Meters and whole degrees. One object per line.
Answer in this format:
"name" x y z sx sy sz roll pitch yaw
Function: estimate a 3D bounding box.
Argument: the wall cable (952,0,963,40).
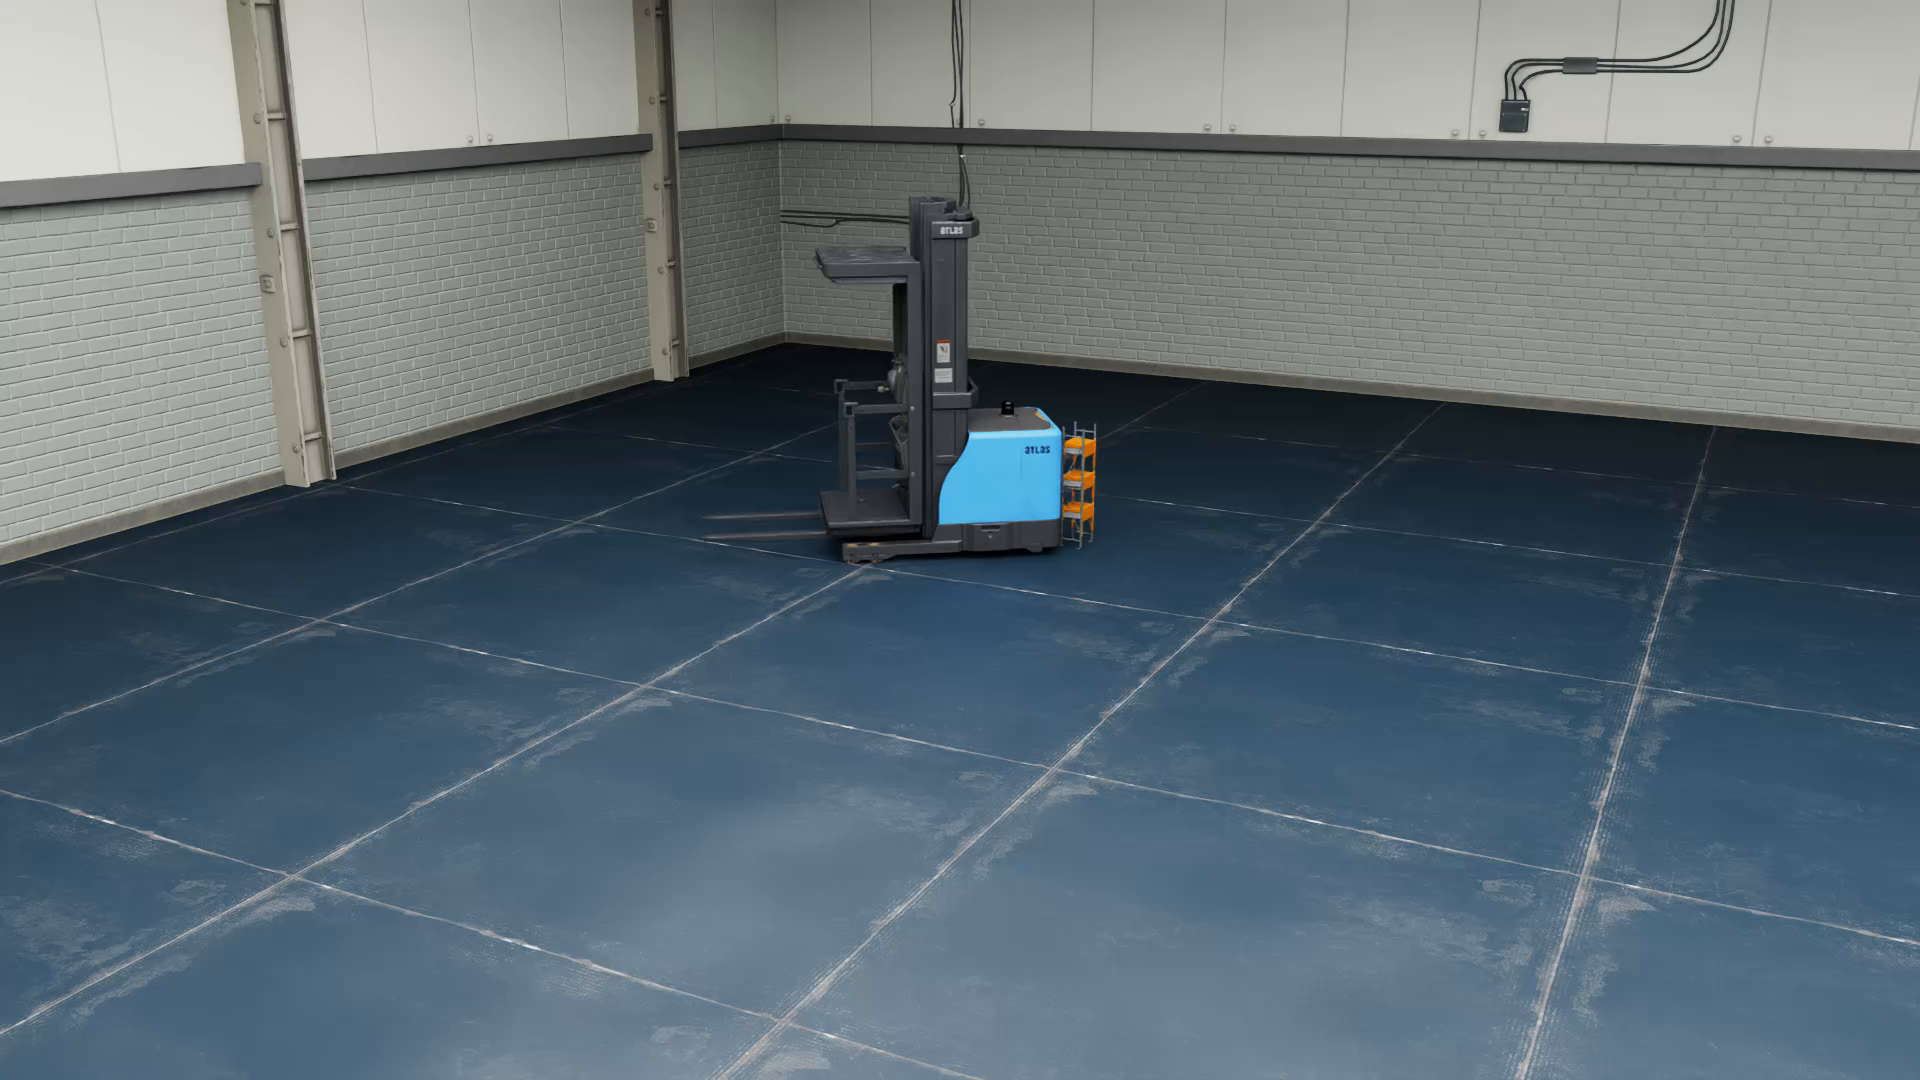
"wall cable" 1.158 -7.597 20.879 3.097 2.526 0.112 8 18 25

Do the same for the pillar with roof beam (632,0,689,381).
"pillar with roof beam" 0.090 -5.878 18.511 9.100 9.000 0.400 8 18 25

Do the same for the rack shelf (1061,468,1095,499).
"rack shelf" 1.012 -0.460 14.260 0.215 0.259 0.240 9 18 26

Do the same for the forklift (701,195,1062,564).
"forklift" -0.698 -1.365 13.972 3.031 2.935 1.130 -2 17 -8

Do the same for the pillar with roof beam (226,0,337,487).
"pillar with roof beam" -2.591 -4.350 13.366 9.100 9.000 0.400 8 18 25

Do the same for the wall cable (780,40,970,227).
"wall cable" -1.262 -5.520 22.757 3.097 2.526 0.112 8 18 25

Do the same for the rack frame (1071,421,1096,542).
"rack frame" 1.068 -0.499 14.362 0.200 1.050 0.008 9 18 26

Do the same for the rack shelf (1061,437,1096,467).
"rack shelf" 1.013 -0.733 14.183 0.215 0.259 0.240 9 18 26

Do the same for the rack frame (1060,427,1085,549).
"rack frame" 0.955 -0.441 14.154 0.200 1.050 0.008 9 18 26

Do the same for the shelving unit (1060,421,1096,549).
"shelving unit" 1.012 -0.470 14.258 0.215 1.050 0.252 9 18 26

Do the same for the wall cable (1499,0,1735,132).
"wall cable" 7.224 -7.427 17.751 2.305 6.003 0.169 8 18 25

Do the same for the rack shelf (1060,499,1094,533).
"rack shelf" 1.010 -0.193 14.337 0.215 0.259 0.240 9 18 26
